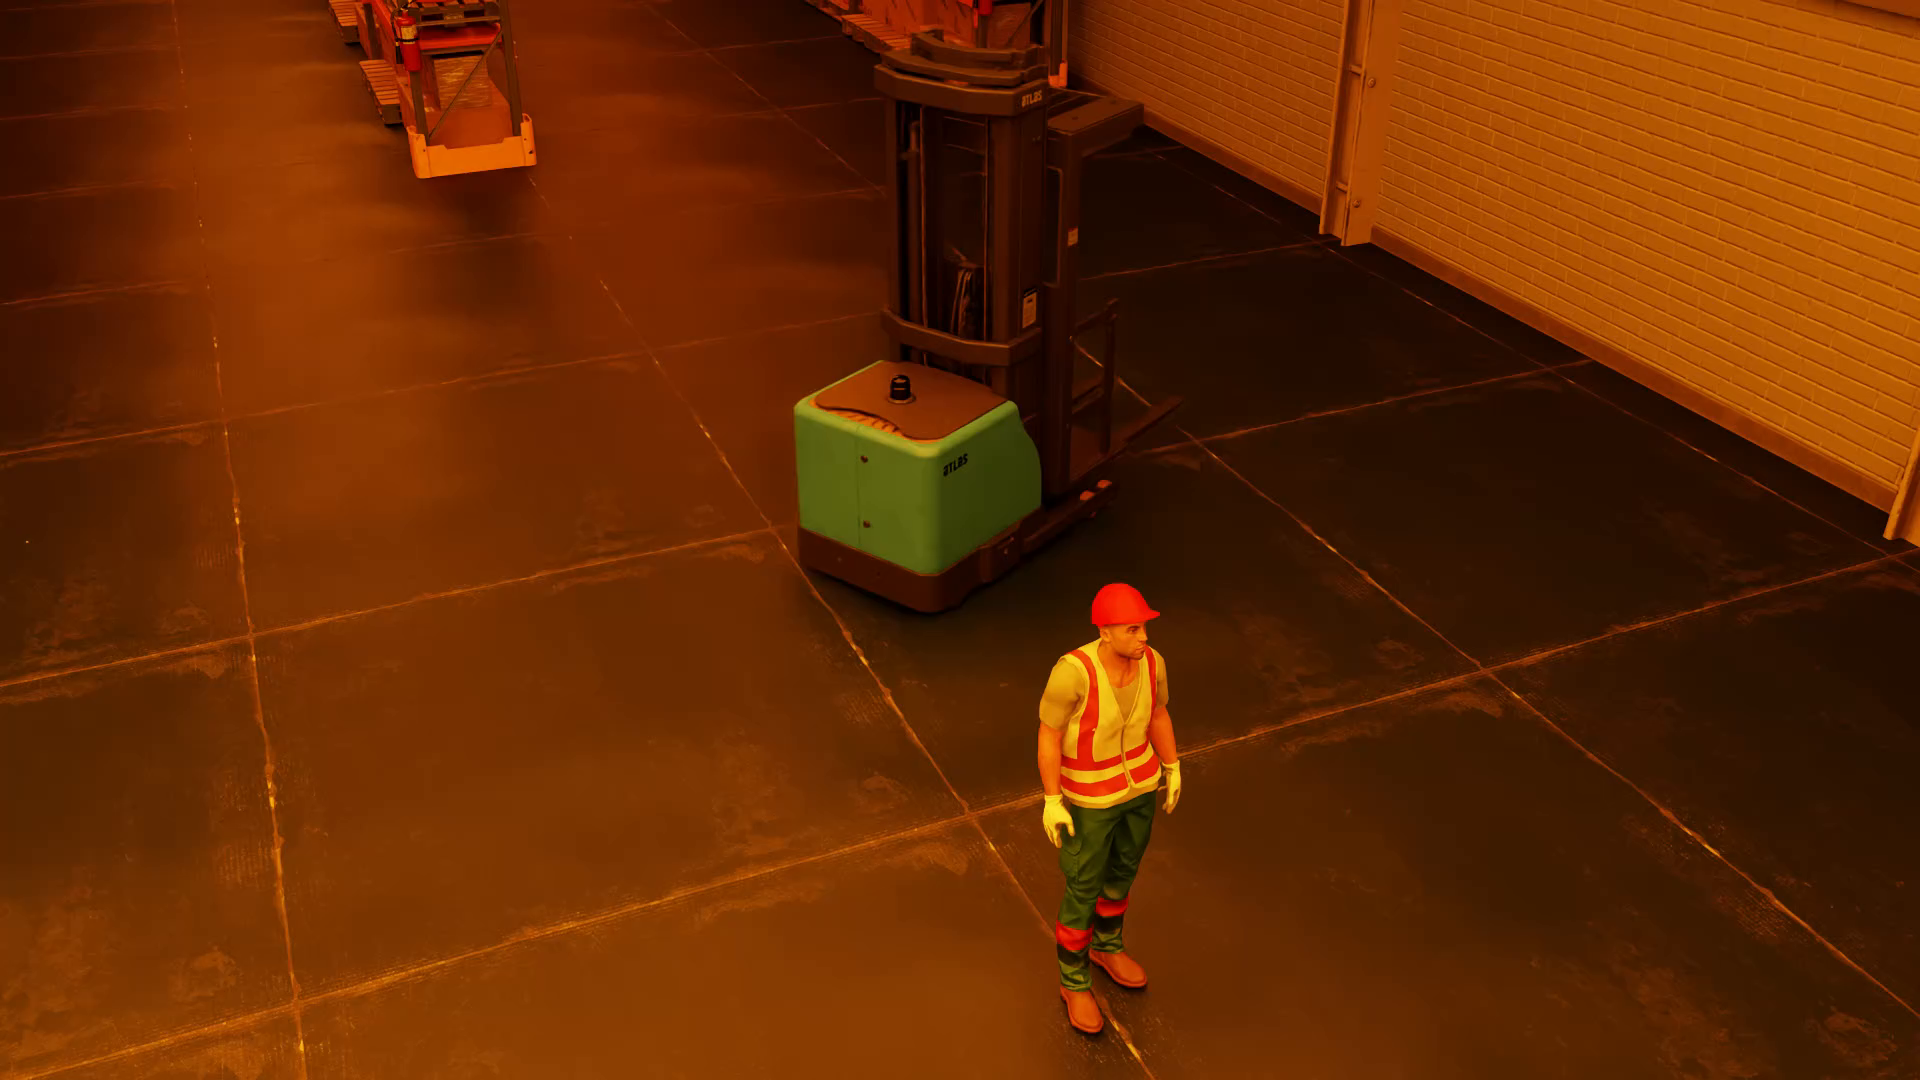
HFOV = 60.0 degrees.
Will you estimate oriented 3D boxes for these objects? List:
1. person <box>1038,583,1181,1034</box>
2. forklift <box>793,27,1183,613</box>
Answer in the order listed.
[{"bbox_3d":[0.622,1.017,6.478,0.637,1.787,0.564,-16,33,-26],"label":"person"},{"bbox_3d":[0.342,-1.540,9.814,1.130,2.935,3.031,21,36,32],"label":"forklift"}]
